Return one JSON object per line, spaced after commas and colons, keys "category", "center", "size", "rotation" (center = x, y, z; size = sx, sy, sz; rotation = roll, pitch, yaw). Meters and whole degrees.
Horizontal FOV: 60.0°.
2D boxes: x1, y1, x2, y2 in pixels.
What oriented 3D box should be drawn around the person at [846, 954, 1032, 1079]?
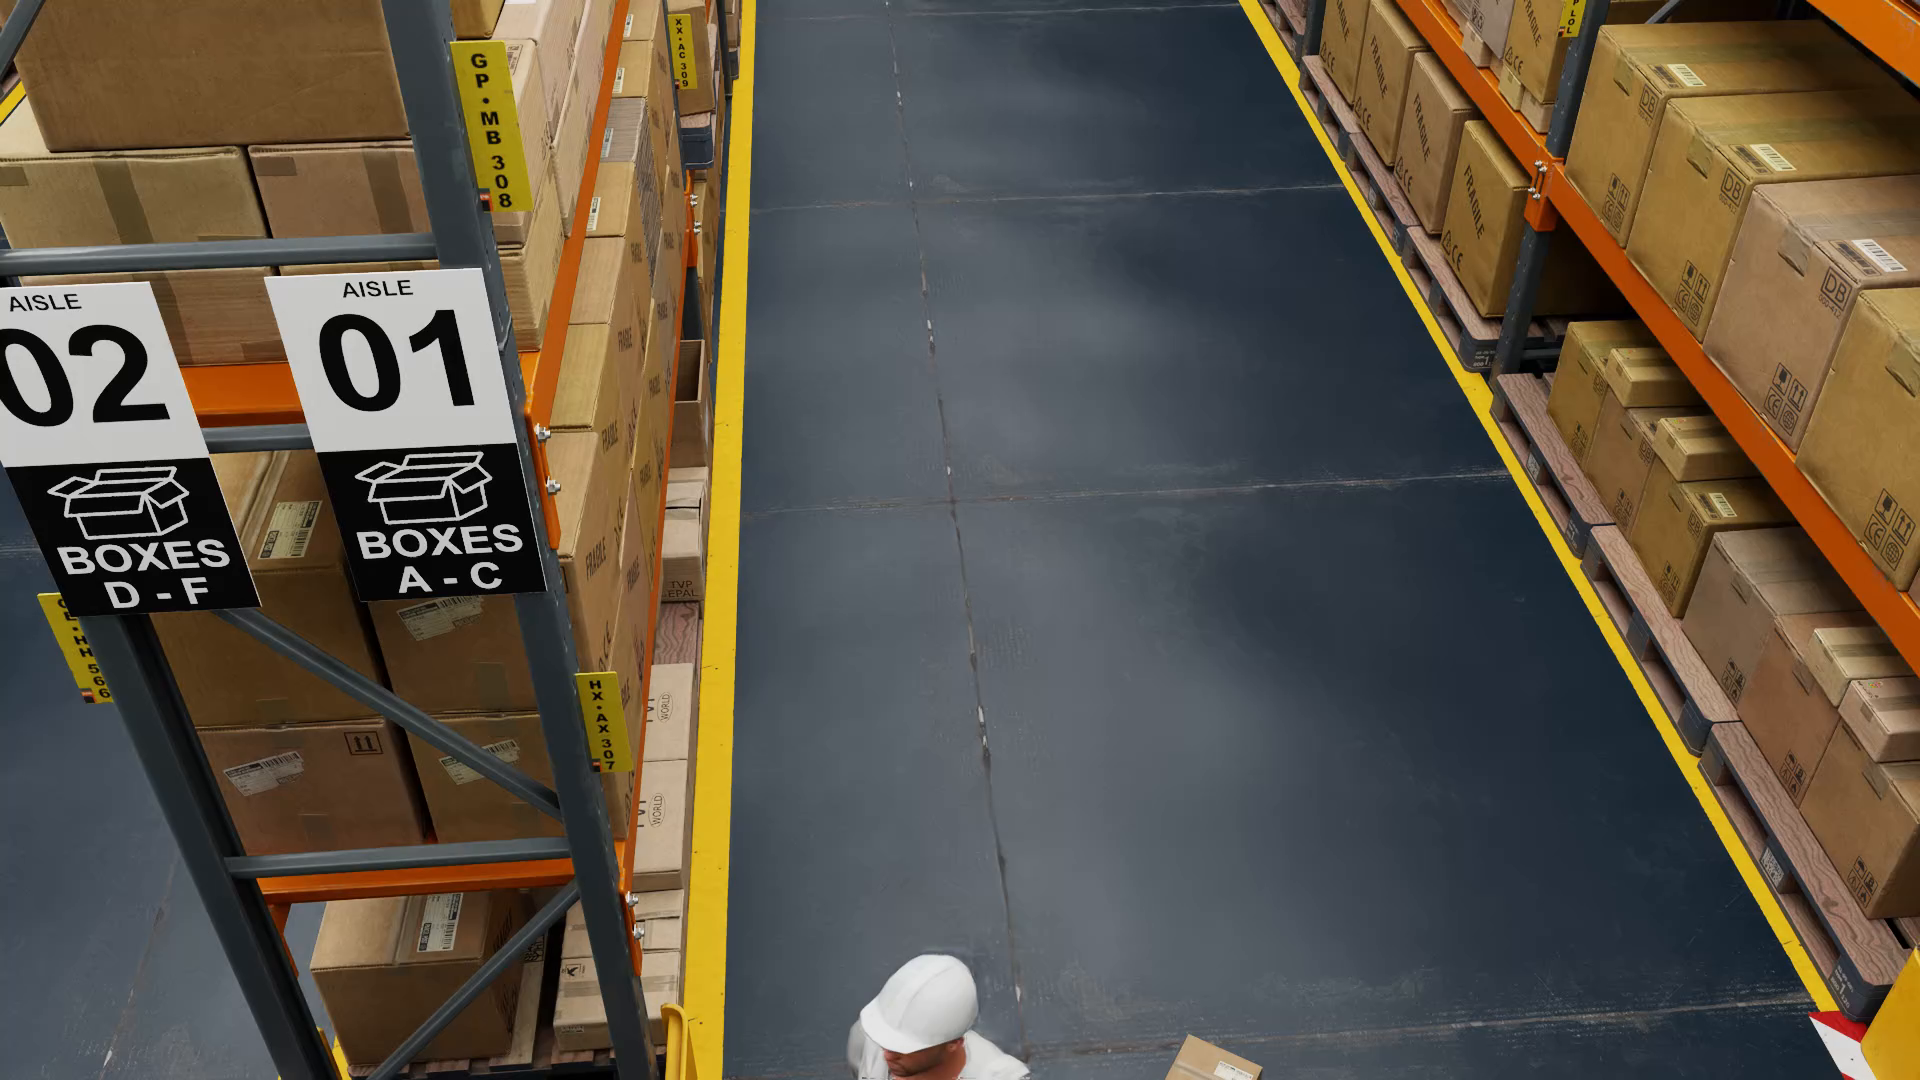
{"category": "person", "center": [-0.068, 1.636, 4.092], "size": [0.531, 1.742, 0.929], "rotation": [19, 42, 22]}
